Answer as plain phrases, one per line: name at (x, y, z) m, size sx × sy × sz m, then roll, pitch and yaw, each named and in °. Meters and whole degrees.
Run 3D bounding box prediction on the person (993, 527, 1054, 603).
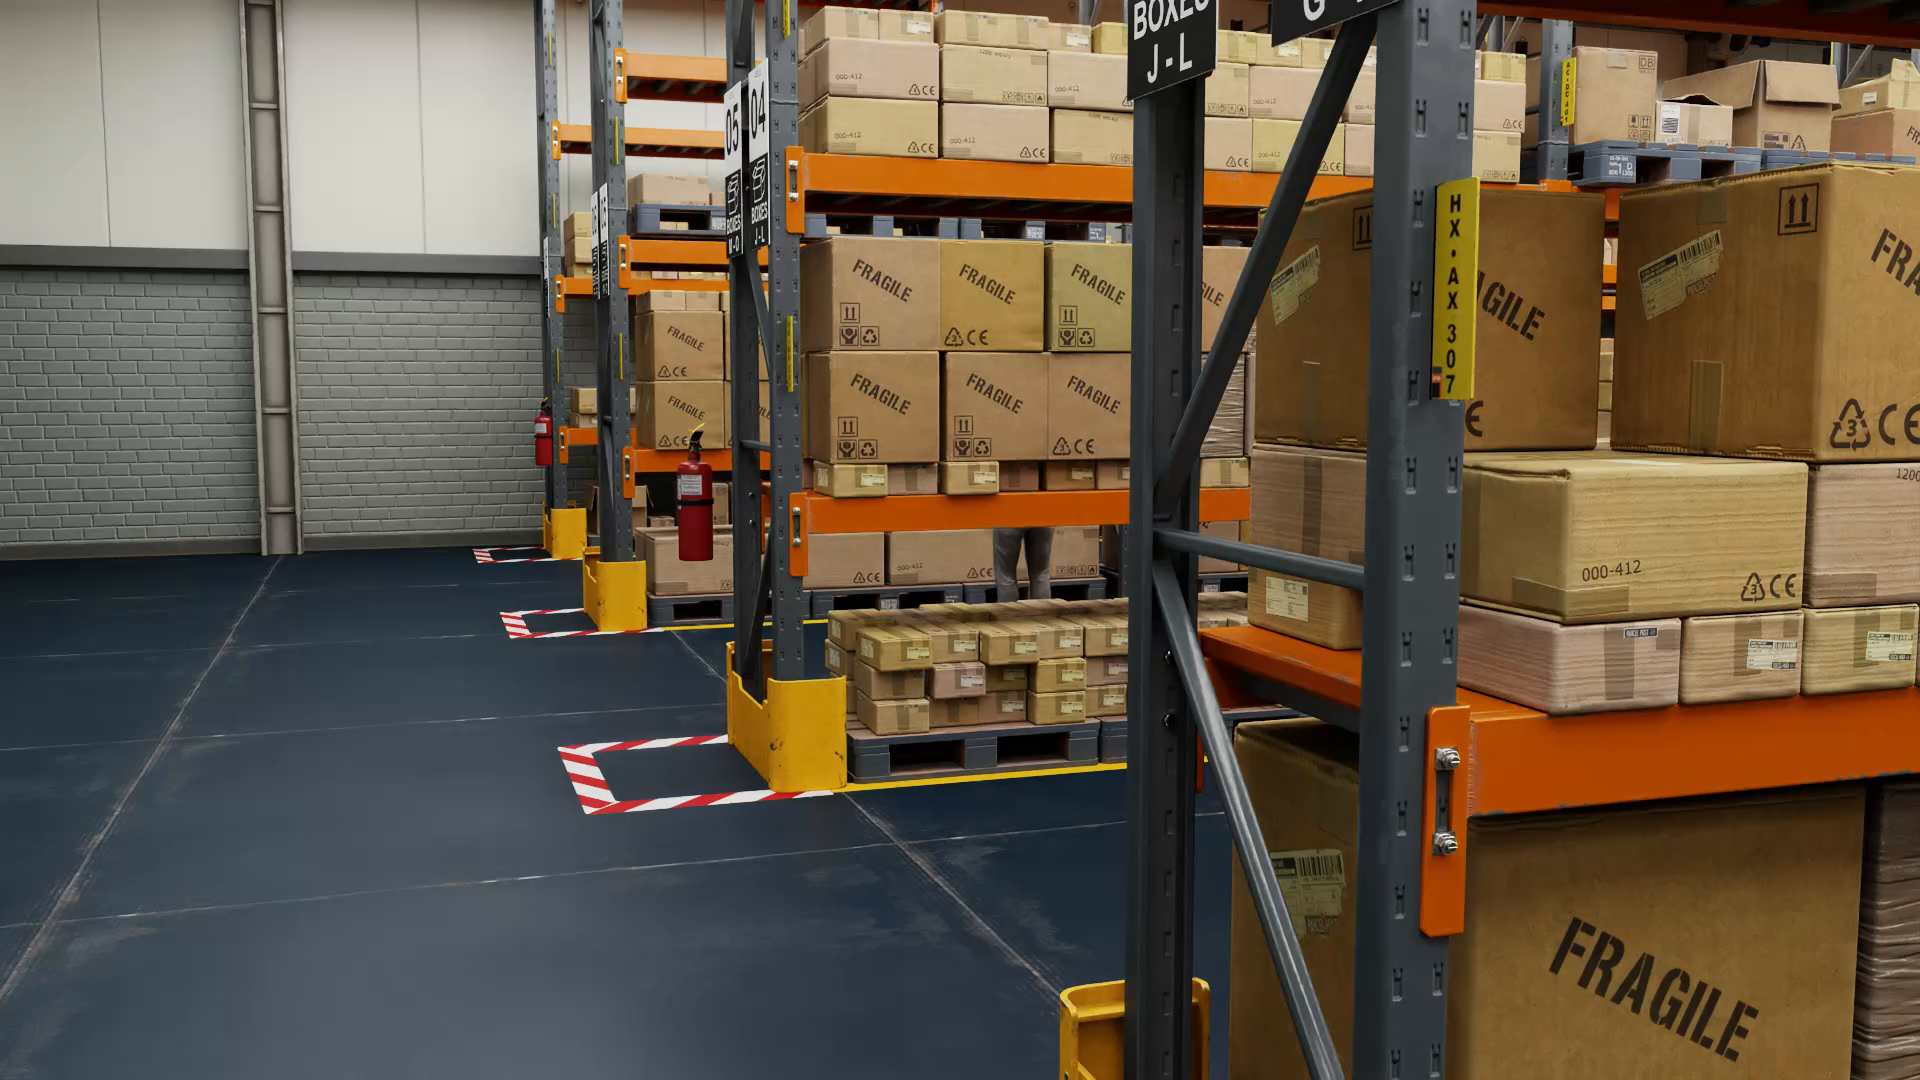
person at (0.391, -0.179, 11.507) m, size 0.495 × 1.770 × 0.556 m, roll -2°, pitch 6°, yaw -18°
